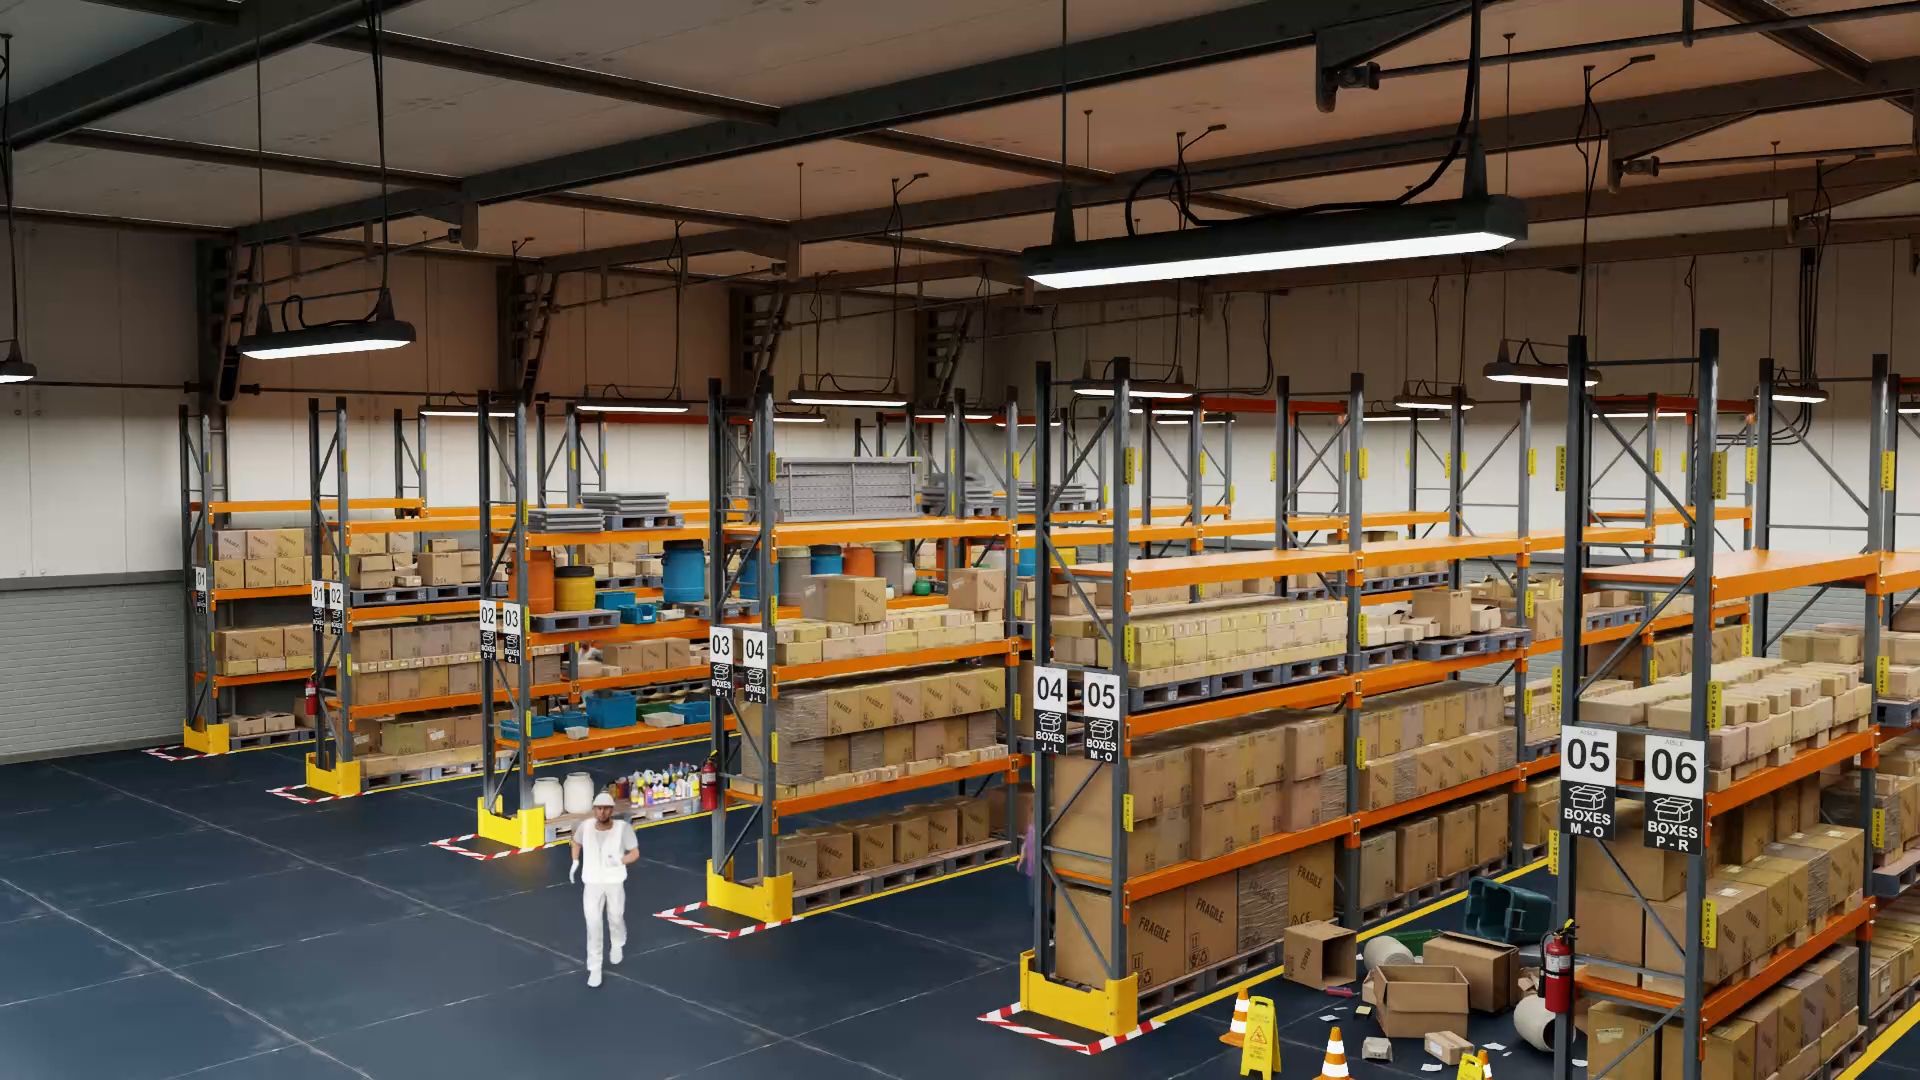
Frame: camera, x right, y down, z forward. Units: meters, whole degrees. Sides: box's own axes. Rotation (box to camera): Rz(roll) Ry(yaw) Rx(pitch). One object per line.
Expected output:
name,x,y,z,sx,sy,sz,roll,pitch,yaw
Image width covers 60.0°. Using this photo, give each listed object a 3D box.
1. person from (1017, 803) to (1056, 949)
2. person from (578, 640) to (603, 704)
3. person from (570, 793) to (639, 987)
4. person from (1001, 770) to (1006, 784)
person,0.849,3.477,17.221,0.570,1.560,0.562,3,4,43
person,-6.943,2.621,30.978,0.648,1.778,1.008,2,4,35
person,-3.502,3.380,16.397,0.685,1.792,0.920,0,3,-6
person,0.742,3.002,25.303,0.577,1.651,0.615,2,4,35
